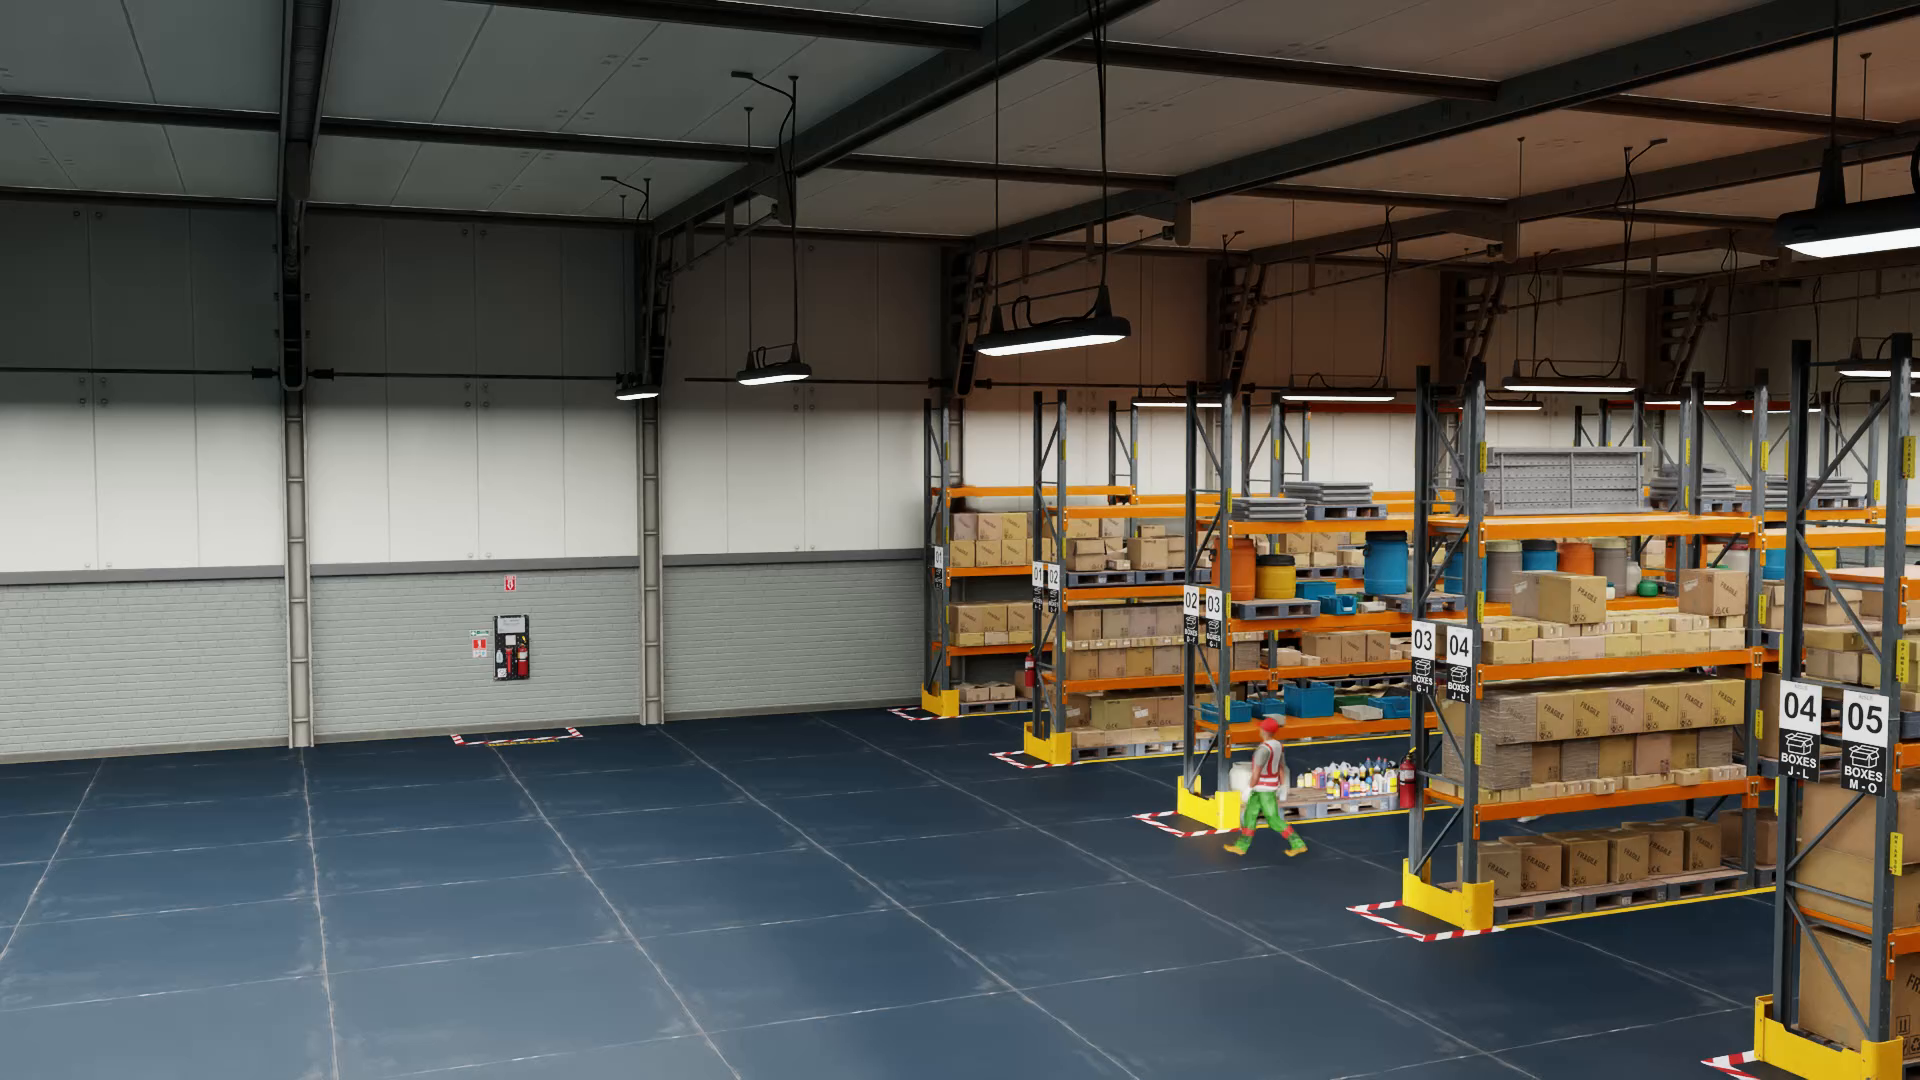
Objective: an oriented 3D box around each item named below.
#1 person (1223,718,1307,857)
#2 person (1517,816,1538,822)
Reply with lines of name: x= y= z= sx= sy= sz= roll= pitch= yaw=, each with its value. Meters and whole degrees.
person: x=3.777 y=3.079 z=20.576 sx=1.045 sy=1.758 sz=0.498 roll=1 pitch=3 yaw=13
person: x=7.815 y=2.989 z=22.799 sx=0.403 sy=1.675 sz=0.649 roll=1 pitch=3 yaw=10
